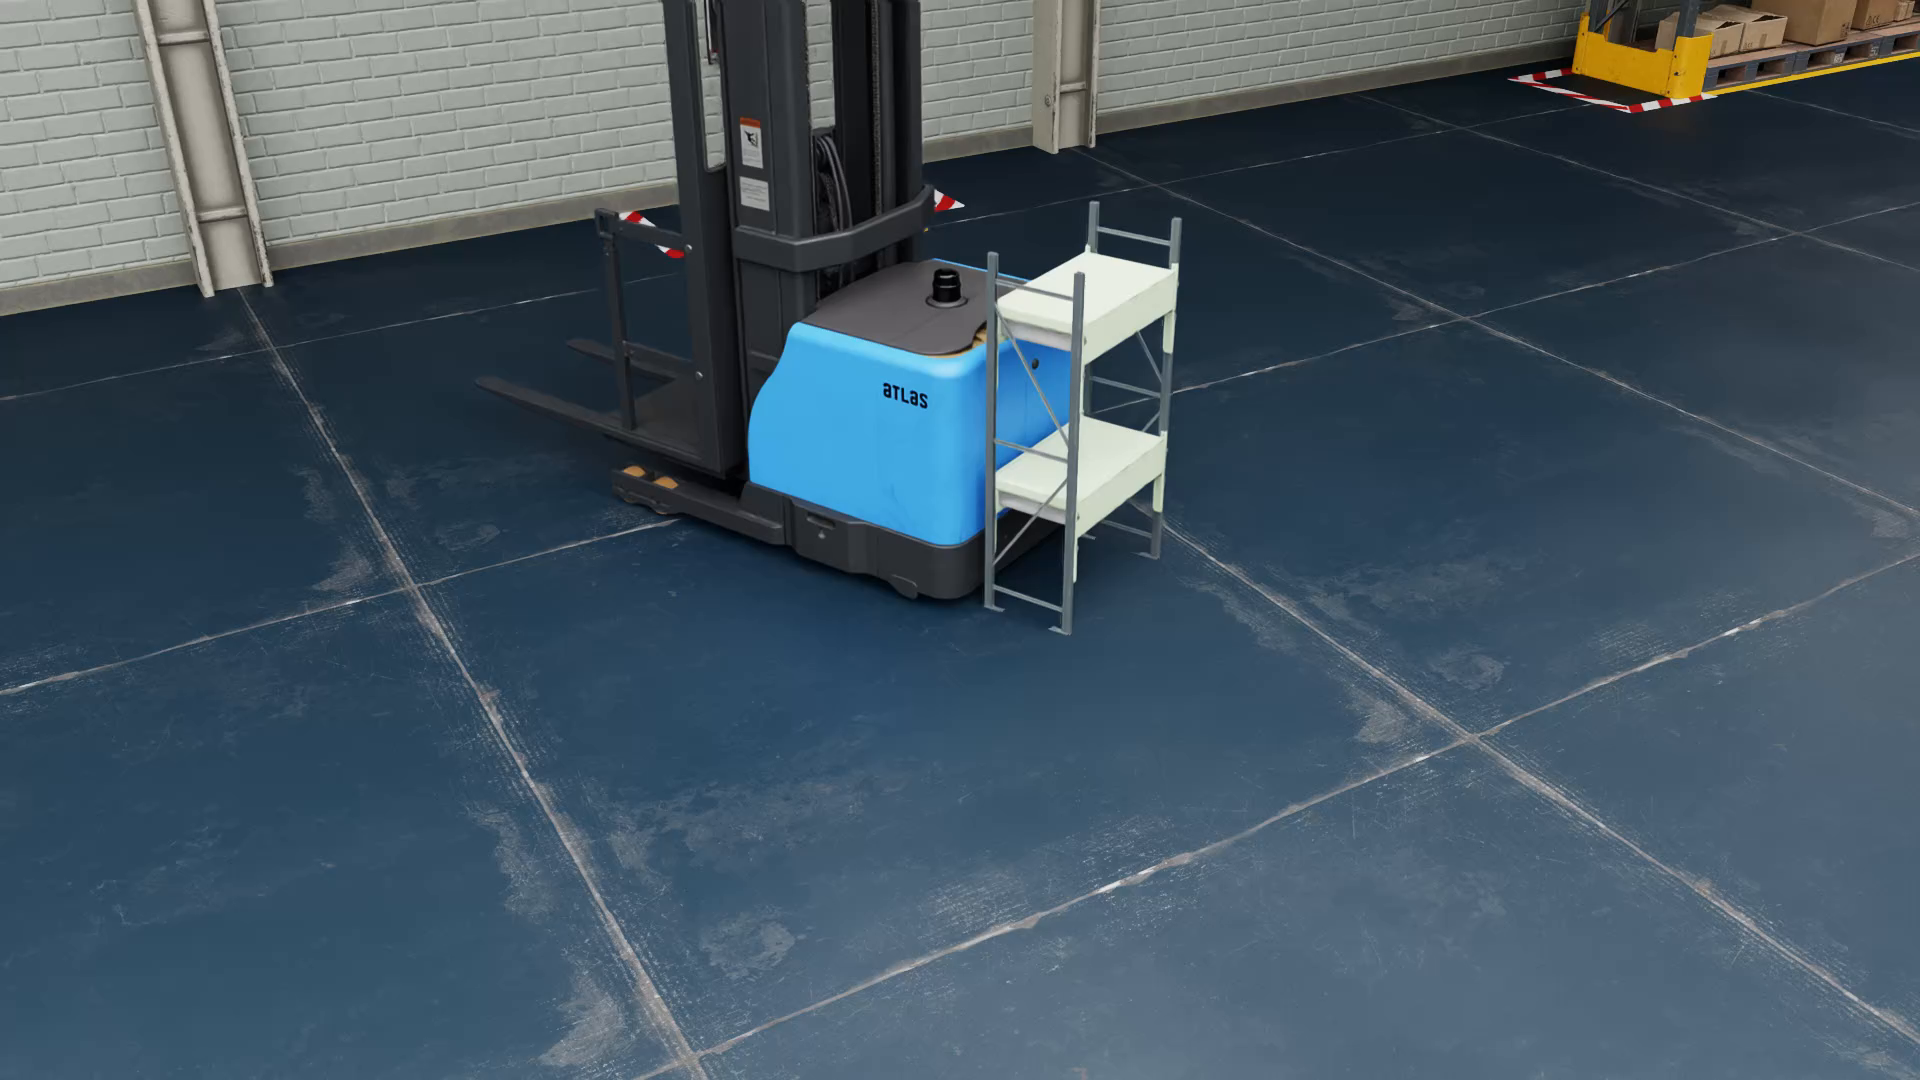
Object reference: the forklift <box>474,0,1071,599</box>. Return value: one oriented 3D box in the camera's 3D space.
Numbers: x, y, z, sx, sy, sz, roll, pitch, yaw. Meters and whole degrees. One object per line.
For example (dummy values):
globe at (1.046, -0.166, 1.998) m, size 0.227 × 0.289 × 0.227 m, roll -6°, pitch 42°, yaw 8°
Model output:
forklift at (-0.971, -1.587, 7.091) m, size 3.031 × 2.935 × 1.130 m, roll 19°, pitch 34°, yaw 30°

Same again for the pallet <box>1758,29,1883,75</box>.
pallet at (7.631, -4.548, 15.273) m, size 1.213 × 0.211 × 1.003 m, roll -16°, pitch 33°, yaw -26°

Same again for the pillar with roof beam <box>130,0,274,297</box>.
pillar with roof beam at (-2.203, -3.697, 4.636) m, size 0.400 × 9.000 × 9.100 m, roll -16°, pitch 33°, yaw -26°

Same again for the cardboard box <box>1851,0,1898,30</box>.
cardboard box at (8.371, -5.076, 15.476) m, size 0.500 × 0.500 × 0.500 m, roll -19°, pitch 34°, yaw -30°

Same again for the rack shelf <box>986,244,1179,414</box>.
rack shelf at (0.476, -0.822, 6.379) m, size 0.431 × 0.370 × 0.720 m, roll 18°, pitch 34°, yaw 29°

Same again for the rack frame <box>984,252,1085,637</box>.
rack frame at (0.270, -0.334, 6.303) m, size 0.400 × 1.500 × 0.023 m, roll 18°, pitch 34°, yaw 29°

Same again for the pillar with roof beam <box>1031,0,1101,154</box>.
pillar with roof beam at (2.970, -5.166, 7.298) m, size 0.400 × 9.000 × 9.100 m, roll -16°, pitch 33°, yaw -26°

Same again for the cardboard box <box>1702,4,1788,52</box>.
cardboard box at (6.930, -4.557, 14.730) m, size 0.500 × 0.311 × 0.500 m, roll -13°, pitch 31°, yaw -22°

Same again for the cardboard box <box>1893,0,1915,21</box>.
cardboard box at (8.799, -5.058, 15.787) m, size 0.250 × 0.166 × 0.380 m, roll -21°, pitch 35°, yaw -33°

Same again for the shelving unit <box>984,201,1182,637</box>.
shelving unit at (0.476, -0.480, 6.568) m, size 0.431 × 1.500 × 0.755 m, roll 18°, pitch 34°, yaw 29°

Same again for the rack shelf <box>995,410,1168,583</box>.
rack shelf at (0.476, -0.195, 6.725) m, size 0.431 × 0.370 × 0.720 m, roll 18°, pitch 34°, yaw 29°

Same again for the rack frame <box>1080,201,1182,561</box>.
rack frame at (0.681, -0.626, 6.833) m, size 0.400 × 1.500 × 0.023 m, roll 18°, pitch 34°, yaw 29°

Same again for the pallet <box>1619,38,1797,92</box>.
pallet at (6.580, -4.252, 14.736) m, size 1.213 × 0.211 × 1.003 m, roll -16°, pitch 33°, yaw -26°

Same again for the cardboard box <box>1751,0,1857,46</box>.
cardboard box at (7.588, -4.798, 14.972) m, size 0.500 × 0.500 × 0.700 m, roll -18°, pitch 34°, yaw -29°

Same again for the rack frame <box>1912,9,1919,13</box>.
rack frame at (9.245, -6.249, 15.469) m, size 0.127 × 3.000 × 1.000 m, roll -16°, pitch 33°, yaw -26°

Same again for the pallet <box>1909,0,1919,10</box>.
pallet at (9.916, -5.219, 16.489) m, size 1.213 × 0.211 × 1.003 m, roll -16°, pitch 33°, yaw -26°

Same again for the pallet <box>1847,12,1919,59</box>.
pallet at (8.684, -4.849, 15.818) m, size 1.213 × 0.211 × 1.003 m, roll -16°, pitch 33°, yaw -26°

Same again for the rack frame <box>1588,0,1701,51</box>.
rack frame at (5.796, -5.270, 13.695) m, size 0.127 × 3.000 × 1.000 m, roll -16°, pitch 33°, yaw -26°

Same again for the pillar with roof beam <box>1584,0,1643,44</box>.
pillar with roof beam at (8.143, -6.635, 9.959) m, size 0.400 × 9.000 × 9.100 m, roll -16°, pitch 33°, yaw -26°

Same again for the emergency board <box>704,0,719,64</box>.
emergency board at (-1.361, -3.744, 10.929) m, size 0.643 × 1.169 × 0.194 m, roll -16°, pitch 33°, yaw -26°

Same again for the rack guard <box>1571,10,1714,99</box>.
rack guard at (5.862, -4.194, 14.332) m, size 0.348 × 0.500 × 1.175 m, roll -16°, pitch 33°, yaw -26°

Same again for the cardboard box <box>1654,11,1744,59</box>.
cardboard box at (6.439, -4.417, 14.477) m, size 0.500 × 0.311 × 0.500 m, roll -20°, pitch 35°, yaw -32°
